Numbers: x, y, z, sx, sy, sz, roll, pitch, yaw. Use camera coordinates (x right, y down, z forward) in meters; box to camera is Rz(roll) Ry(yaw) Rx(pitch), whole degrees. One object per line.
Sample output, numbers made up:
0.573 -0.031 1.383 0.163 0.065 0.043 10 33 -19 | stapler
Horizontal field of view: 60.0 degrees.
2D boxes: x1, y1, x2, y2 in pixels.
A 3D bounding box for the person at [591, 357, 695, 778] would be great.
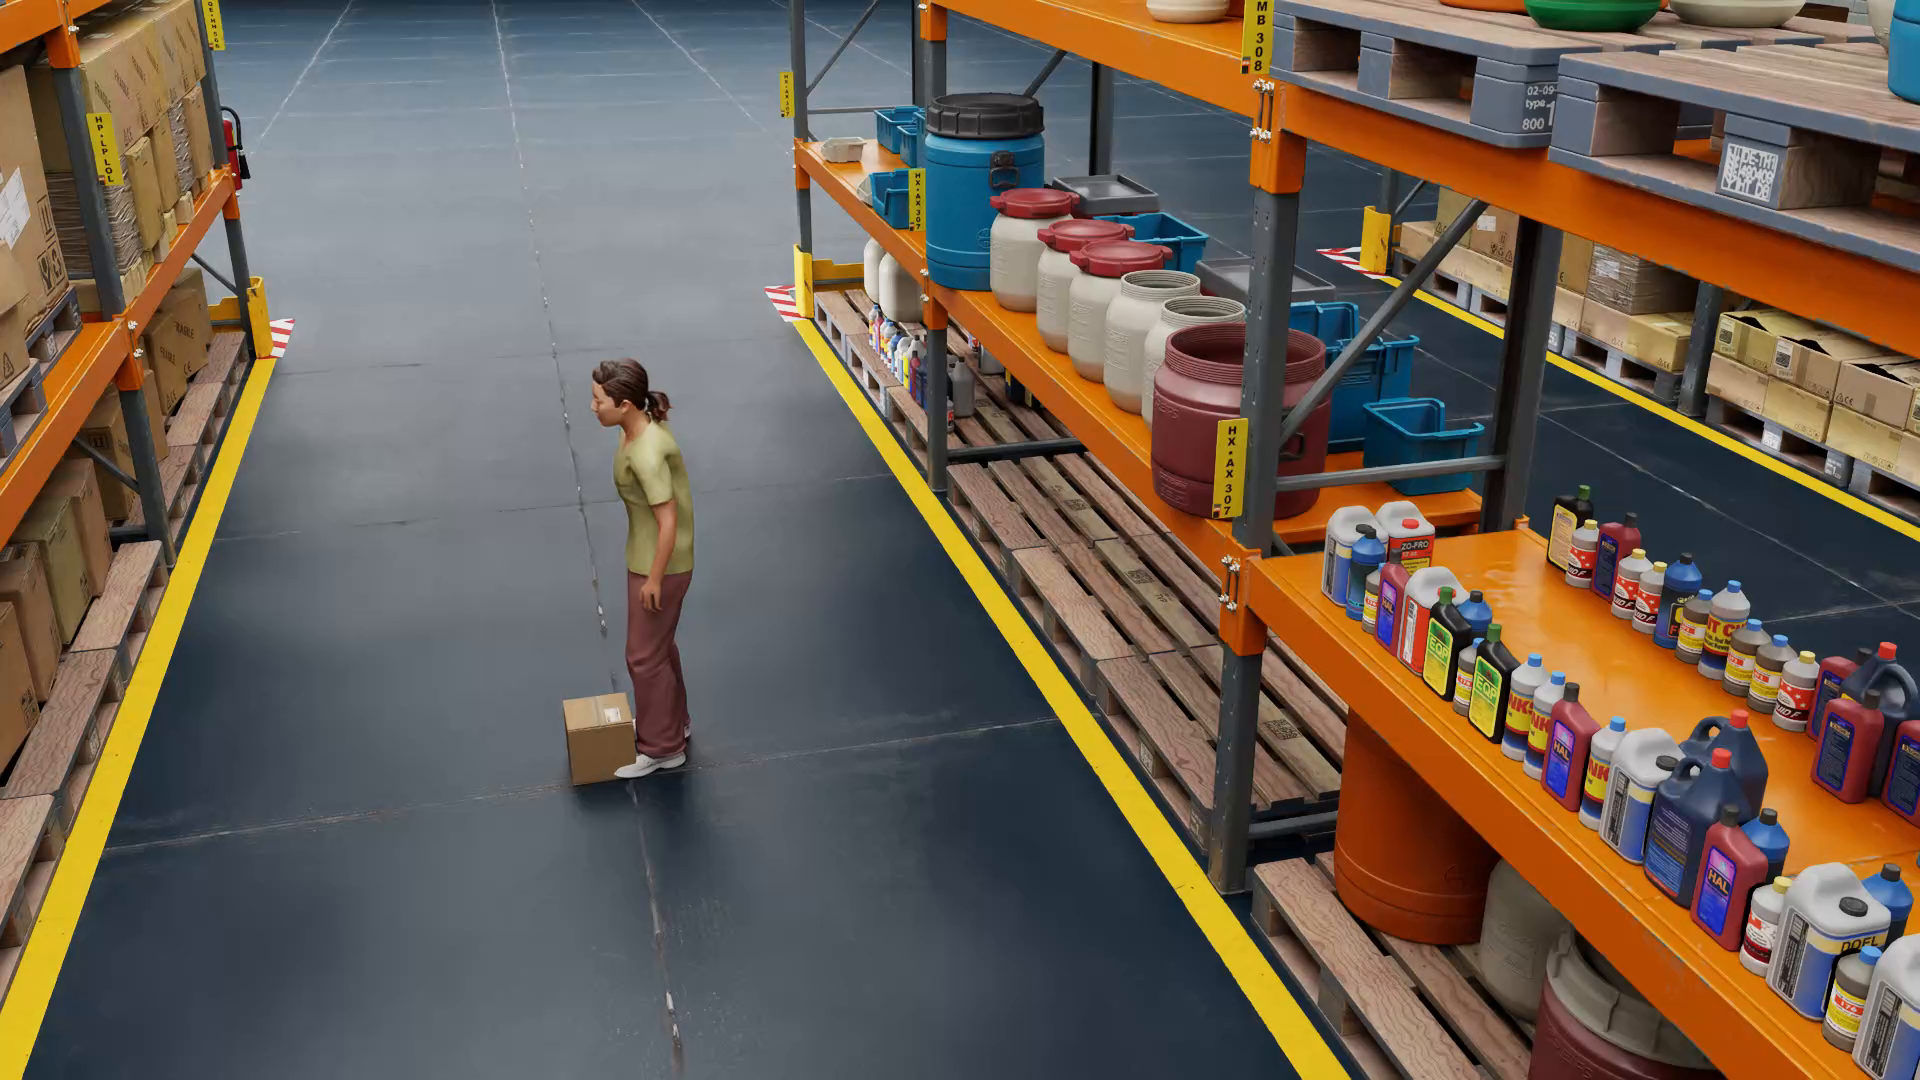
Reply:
-1.212 0.102 6.356 0.403 1.673 0.499 -6 24 -14 | person
